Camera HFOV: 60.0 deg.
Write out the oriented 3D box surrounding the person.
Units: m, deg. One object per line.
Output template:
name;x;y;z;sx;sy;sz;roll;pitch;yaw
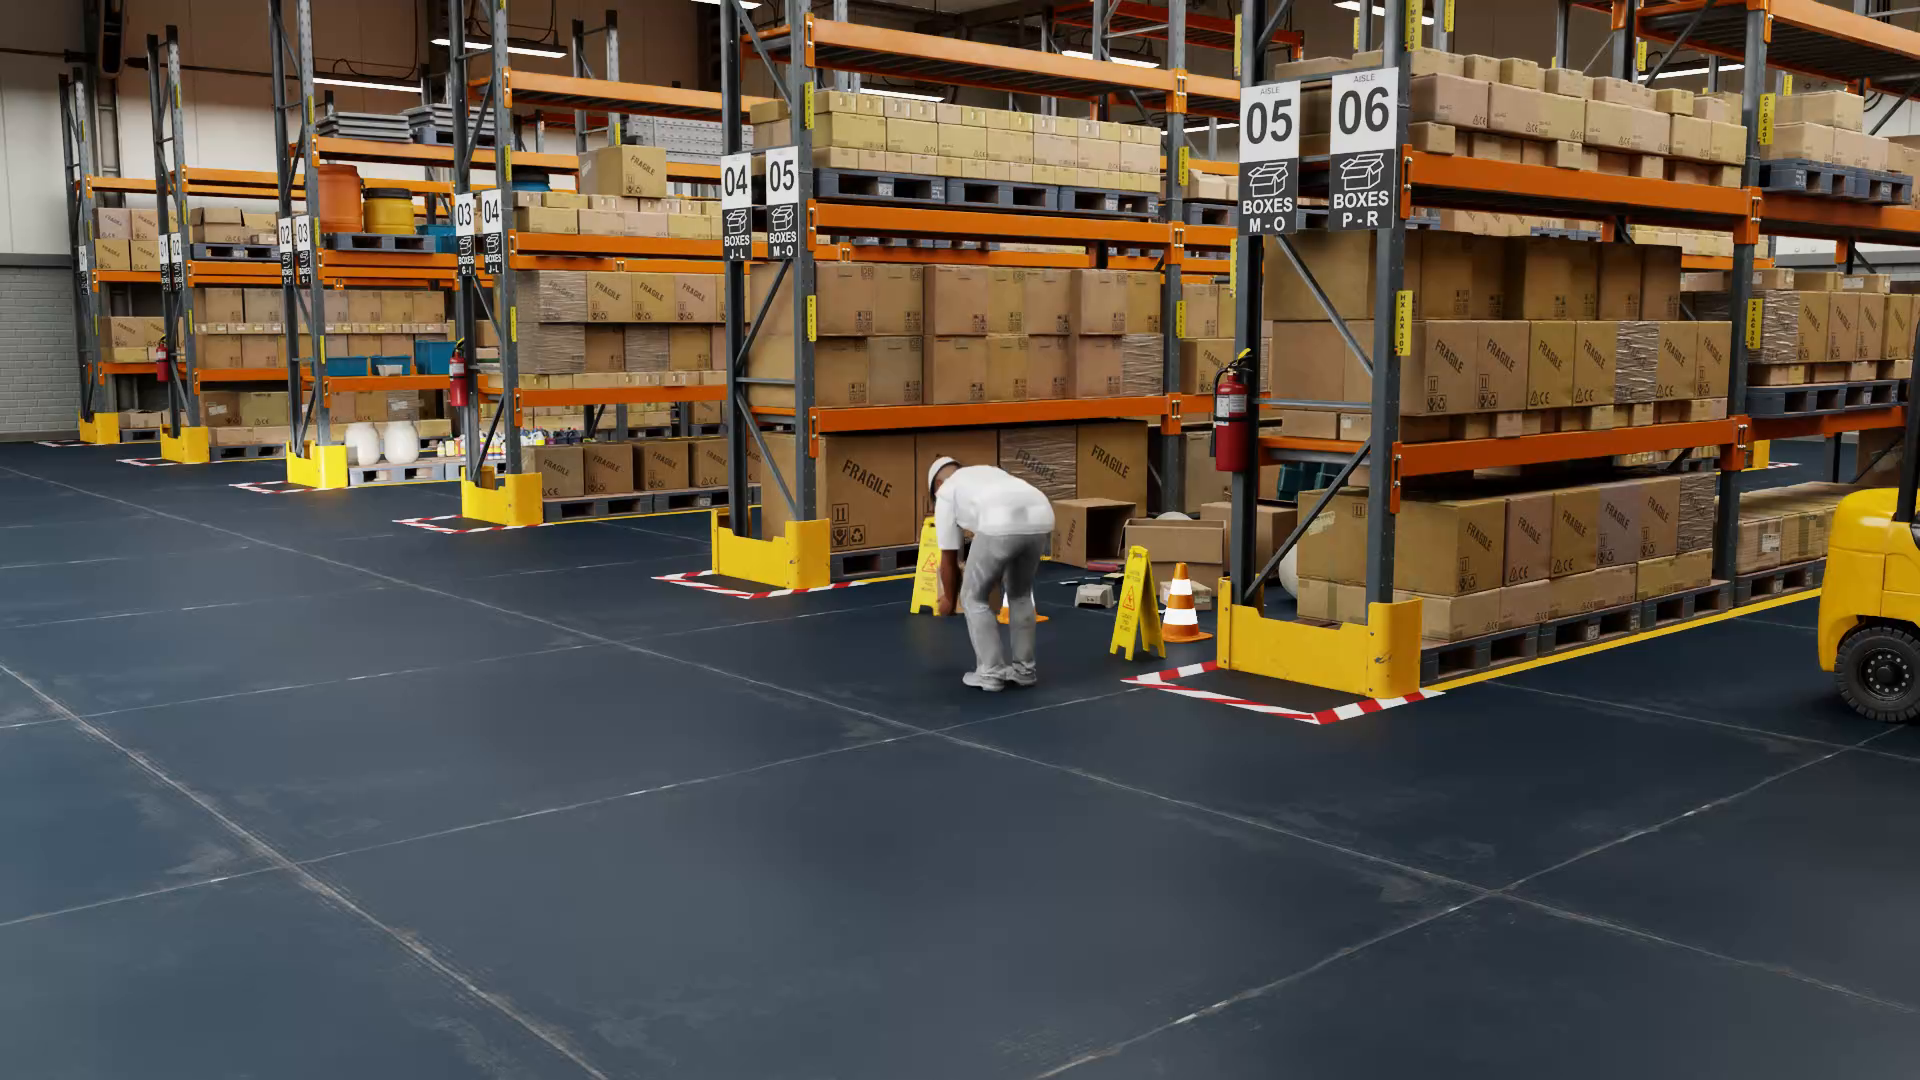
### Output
person;0.114;0.166;9.068;0.476;1.192;0.967;-4;9;-31
